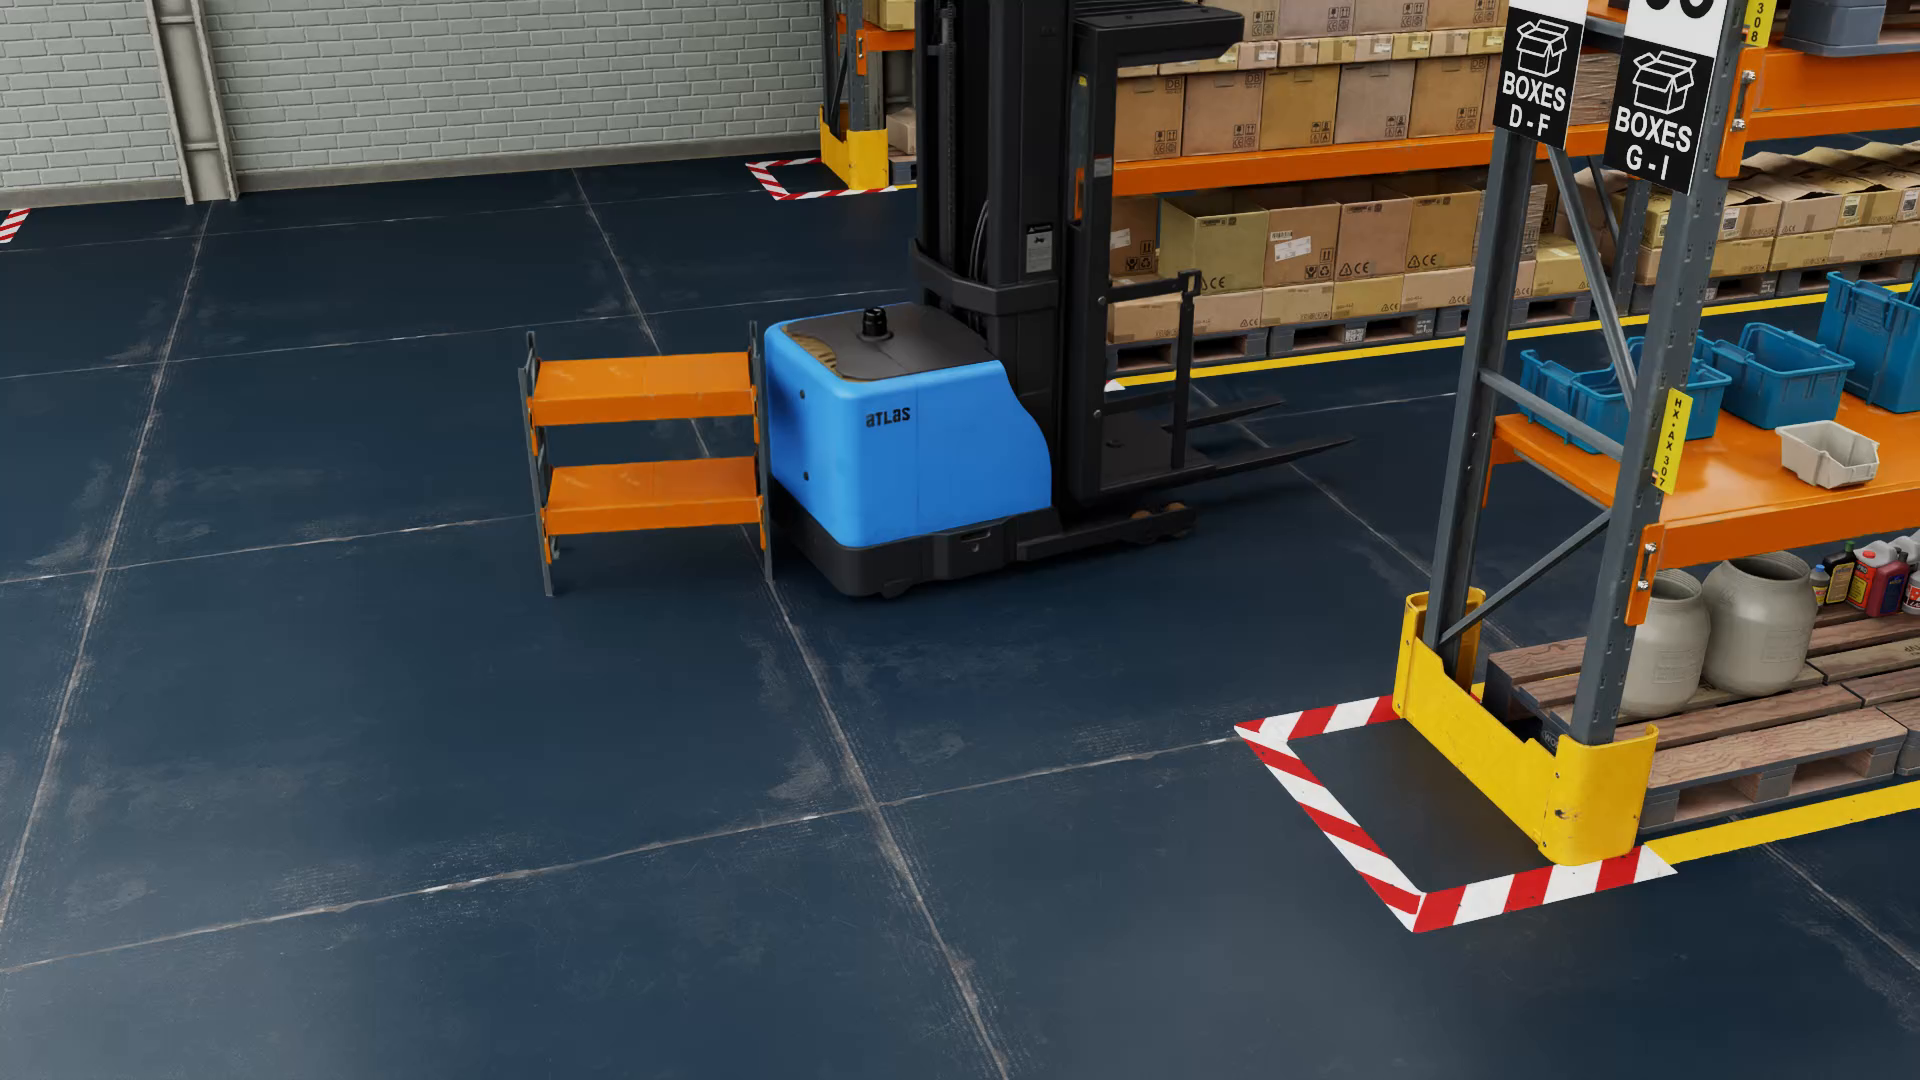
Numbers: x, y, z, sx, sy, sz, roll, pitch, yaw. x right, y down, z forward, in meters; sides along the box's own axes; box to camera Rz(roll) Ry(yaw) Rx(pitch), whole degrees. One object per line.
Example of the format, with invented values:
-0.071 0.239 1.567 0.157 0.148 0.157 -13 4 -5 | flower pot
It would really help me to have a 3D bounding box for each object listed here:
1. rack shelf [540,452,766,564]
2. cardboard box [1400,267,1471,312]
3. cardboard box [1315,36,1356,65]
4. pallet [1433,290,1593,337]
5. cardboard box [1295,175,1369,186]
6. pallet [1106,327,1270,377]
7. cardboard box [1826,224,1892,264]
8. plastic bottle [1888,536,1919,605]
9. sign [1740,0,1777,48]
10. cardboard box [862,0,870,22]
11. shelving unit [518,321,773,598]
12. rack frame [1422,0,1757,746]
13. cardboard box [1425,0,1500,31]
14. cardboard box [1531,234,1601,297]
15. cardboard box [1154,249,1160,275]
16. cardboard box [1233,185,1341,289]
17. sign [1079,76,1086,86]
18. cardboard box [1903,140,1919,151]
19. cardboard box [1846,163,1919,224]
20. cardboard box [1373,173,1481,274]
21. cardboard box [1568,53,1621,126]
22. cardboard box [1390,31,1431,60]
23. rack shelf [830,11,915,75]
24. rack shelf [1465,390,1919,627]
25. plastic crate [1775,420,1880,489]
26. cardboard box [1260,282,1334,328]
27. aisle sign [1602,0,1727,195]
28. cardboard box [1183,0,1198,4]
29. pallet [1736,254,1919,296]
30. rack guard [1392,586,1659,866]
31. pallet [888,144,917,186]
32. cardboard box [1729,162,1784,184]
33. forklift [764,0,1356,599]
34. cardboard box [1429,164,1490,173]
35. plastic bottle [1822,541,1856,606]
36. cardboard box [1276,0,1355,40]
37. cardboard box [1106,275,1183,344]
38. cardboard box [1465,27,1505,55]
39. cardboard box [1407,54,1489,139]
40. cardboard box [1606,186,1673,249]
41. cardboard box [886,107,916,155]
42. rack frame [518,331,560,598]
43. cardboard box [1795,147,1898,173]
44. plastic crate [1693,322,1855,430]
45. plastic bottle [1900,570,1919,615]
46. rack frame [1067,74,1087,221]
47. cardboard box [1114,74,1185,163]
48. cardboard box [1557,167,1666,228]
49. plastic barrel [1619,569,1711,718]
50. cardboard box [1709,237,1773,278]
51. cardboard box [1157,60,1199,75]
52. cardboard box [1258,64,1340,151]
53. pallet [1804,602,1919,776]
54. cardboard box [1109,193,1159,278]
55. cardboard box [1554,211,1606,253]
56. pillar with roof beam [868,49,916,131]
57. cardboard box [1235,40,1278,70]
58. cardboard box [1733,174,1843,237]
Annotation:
-1.437 -0.161 7.859 1.000 0.278 0.538 -4 27 -7 | rack shelf
3.002 -1.722 10.965 0.500 0.250 0.500 -8 28 -16 | cardboard box
2.185 -2.987 10.052 0.250 0.149 0.380 -9 28 -17 | cardboard box
3.555 -1.721 11.478 1.213 0.211 1.003 -8 28 -16 | pallet
2.361 -2.215 11.115 0.500 0.500 0.500 -8 28 -16 | cardboard box
1.235 -1.385 10.801 1.213 0.211 1.003 -8 28 -16 | pallet
6.247 -2.181 11.889 0.500 0.250 0.500 -8 27 -15 | cardboard box
4.042 0.127 7.190 0.135 0.276 0.152 -9 28 -18 | plastic bottle
2.217 -1.530 4.575 0.005 0.325 0.100 -8 28 -16 | sign
-0.632 -4.693 14.475 0.500 0.250 0.500 -8 27 -15 | cardboard box
-1.437 -0.380 7.750 1.048 1.125 0.538 -4 27 -7 | shelving unit
2.051 -0.416 5.714 0.127 3.000 1.000 -8 28 -16 | rack frame
2.948 -3.485 10.324 0.500 0.500 0.700 -8 28 -16 | cardboard box
3.951 -1.862 11.246 0.500 0.250 0.500 -8 28 -16 | cardboard box
1.411 -1.740 11.001 0.500 0.250 0.500 -8 28 -16 | cardboard box
2.046 -1.927 10.534 0.500 0.500 0.500 -8 28 -16 | cardboard box
0.687 -2.698 9.249 0.005 0.325 0.100 -8 28 -16 | sign
7.539 -2.872 12.651 0.500 0.311 0.500 -7 27 -14 | cardboard box
6.733 -2.501 11.904 0.500 0.311 0.500 -8 28 -16 | cardboard box
2.998 -2.063 10.809 0.500 0.500 0.500 -8 28 -16 | cardboard box
3.904 -3.042 10.892 0.500 0.500 0.700 -9 28 -17 | cardboard box
2.673 -3.057 10.192 0.250 0.149 0.380 -7 27 -14 | cardboard box
0.885 -4.558 14.866 4.000 0.370 1.077 -8 28 -16 | rack shelf
3.953 -0.369 6.429 4.000 0.370 1.077 -8 28 -16 | rack shelf
3.002 -0.285 5.747 0.250 0.136 0.298 -8 28 -16 | plastic crate
2.050 -1.586 10.691 0.500 0.250 0.500 -8 28 -16 | cardboard box
2.074 -1.446 4.866 0.004 0.787 0.394 -8 28 -16 | aisle sign
1.019 -3.203 9.756 0.500 0.500 0.700 -8 28 -16 | cardboard box
6.175 -2.100 12.242 1.213 0.211 1.003 -8 28 -16 | pallet
2.109 0.674 6.331 0.348 0.500 1.175 -8 28 -16 | rack guard
-0.161 -3.463 14.988 1.213 0.211 1.003 -8 28 -16 | pallet
5.589 -2.588 12.079 0.500 0.311 0.500 -8 28 -16 | cardboard box
0.606 -1.486 7.947 3.031 2.935 1.130 -13 29 -24 | forklift
3.313 -2.350 11.387 0.500 0.500 0.500 -8 28 -16 | cardboard box
3.767 0.142 7.151 0.133 0.283 0.061 -8 27 -15 | plastic bottle
1.996 -3.347 10.047 0.500 0.500 0.700 -8 28 -16 | cardboard box
1.100 -1.447 10.411 0.500 0.250 0.500 -8 28 -16 | cardboard box
3.164 -3.129 10.338 0.250 0.149 0.380 -8 28 -16 | cardboard box
2.927 -2.900 10.605 0.500 0.500 0.700 -8 27 -15 | cardboard box
4.794 -2.221 11.339 0.500 0.311 0.500 -8 28 -16 | cardboard box
-0.331 -3.654 14.767 0.500 0.311 0.500 -12 29 -22 | cardboard box
-1.940 -0.347 7.684 0.032 1.125 0.500 -4 27 -7 | rack frame
6.556 -2.727 12.358 0.500 0.311 0.500 -9 28 -17 | cardboard box
3.054 -0.632 6.316 0.408 0.251 0.499 -8 28 -16 | plastic crate
4.098 0.210 7.105 0.097 0.201 0.097 0 26 0 | plastic bottle
0.521 -2.511 9.934 0.127 3.000 1.000 -8 28 -16 | rack frame
0.969 -2.614 10.030 0.500 0.500 0.700 -8 28 -16 | cardboard box
4.621 -2.446 11.793 0.500 0.311 0.500 -8 28 -16 | cardboard box
2.653 0.388 6.421 0.421 0.512 0.421 0 26 0 | plastic barrel
5.271 -2.038 11.603 0.500 0.250 0.500 -8 27 -15 | cardboard box
1.211 -2.846 9.768 0.250 0.149 0.380 -9 28 -17 | cardboard box
1.941 -2.754 10.313 0.500 0.500 0.700 -8 28 -16 | cardboard box
4.041 0.527 6.951 1.213 0.211 1.003 -8 28 -16 | pallet
0.939 -2.003 10.687 0.500 0.500 0.500 -8 28 -16 | cardboard box
4.629 -2.198 11.923 0.500 0.250 0.500 -9 28 -17 | cardboard box
0.714 -5.933 10.082 0.400 9.000 9.100 -8 28 -16 | pillar with roof beam
1.689 -2.914 9.904 0.250 0.149 0.380 -9 28 -17 | cardboard box
5.764 -2.359 11.618 0.500 0.311 0.500 -9 28 -18 | cardboard box
